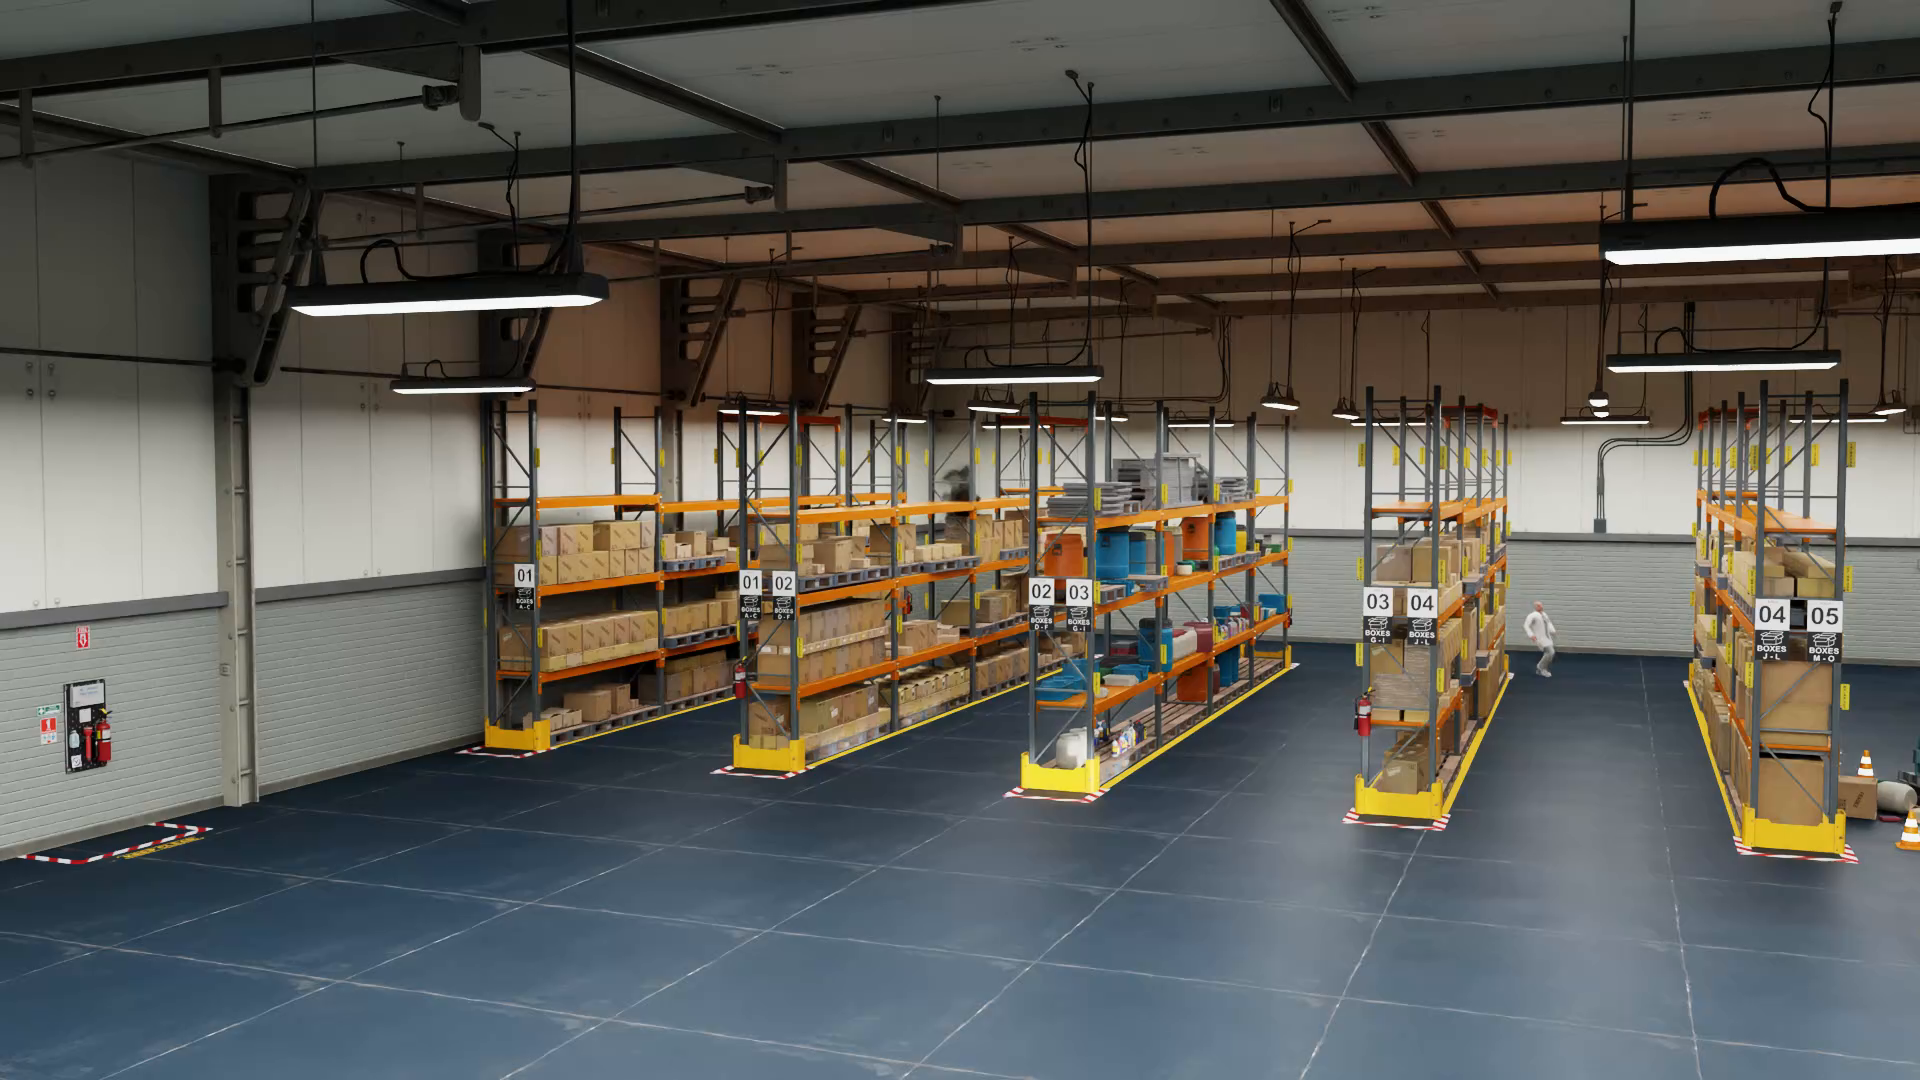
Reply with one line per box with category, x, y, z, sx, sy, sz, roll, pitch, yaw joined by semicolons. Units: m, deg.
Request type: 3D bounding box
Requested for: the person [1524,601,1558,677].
person;13.366;2.274;38.089;0.767;1.735;0.600;-2;4;-38
